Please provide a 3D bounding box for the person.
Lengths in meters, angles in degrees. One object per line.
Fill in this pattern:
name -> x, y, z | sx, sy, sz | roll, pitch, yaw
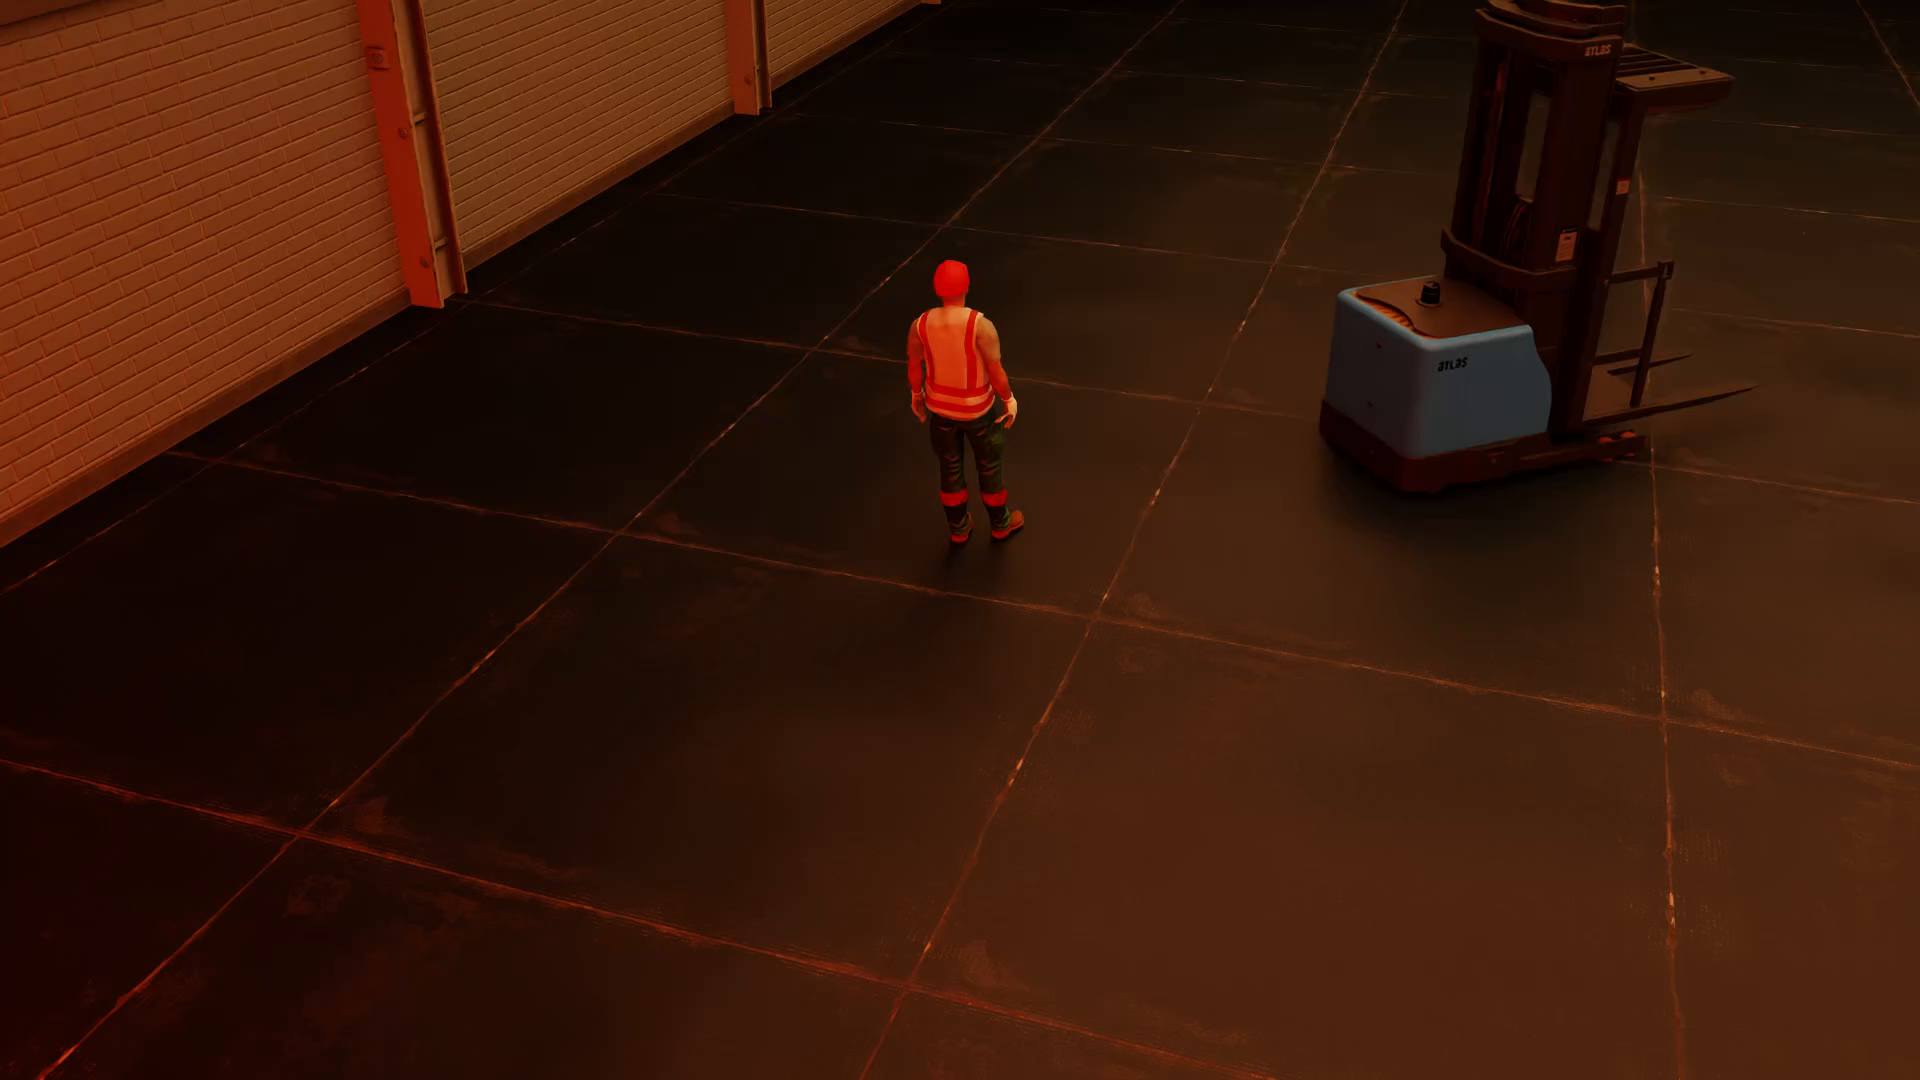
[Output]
person -> 0.038, -0.820, 9.712 | 0.637, 1.790, 0.562 | 10, 31, 16

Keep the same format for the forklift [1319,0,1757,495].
forklift -> 3.995, -2.017, 10.676 | 3.031, 2.935, 1.130 | -11, 32, -19
